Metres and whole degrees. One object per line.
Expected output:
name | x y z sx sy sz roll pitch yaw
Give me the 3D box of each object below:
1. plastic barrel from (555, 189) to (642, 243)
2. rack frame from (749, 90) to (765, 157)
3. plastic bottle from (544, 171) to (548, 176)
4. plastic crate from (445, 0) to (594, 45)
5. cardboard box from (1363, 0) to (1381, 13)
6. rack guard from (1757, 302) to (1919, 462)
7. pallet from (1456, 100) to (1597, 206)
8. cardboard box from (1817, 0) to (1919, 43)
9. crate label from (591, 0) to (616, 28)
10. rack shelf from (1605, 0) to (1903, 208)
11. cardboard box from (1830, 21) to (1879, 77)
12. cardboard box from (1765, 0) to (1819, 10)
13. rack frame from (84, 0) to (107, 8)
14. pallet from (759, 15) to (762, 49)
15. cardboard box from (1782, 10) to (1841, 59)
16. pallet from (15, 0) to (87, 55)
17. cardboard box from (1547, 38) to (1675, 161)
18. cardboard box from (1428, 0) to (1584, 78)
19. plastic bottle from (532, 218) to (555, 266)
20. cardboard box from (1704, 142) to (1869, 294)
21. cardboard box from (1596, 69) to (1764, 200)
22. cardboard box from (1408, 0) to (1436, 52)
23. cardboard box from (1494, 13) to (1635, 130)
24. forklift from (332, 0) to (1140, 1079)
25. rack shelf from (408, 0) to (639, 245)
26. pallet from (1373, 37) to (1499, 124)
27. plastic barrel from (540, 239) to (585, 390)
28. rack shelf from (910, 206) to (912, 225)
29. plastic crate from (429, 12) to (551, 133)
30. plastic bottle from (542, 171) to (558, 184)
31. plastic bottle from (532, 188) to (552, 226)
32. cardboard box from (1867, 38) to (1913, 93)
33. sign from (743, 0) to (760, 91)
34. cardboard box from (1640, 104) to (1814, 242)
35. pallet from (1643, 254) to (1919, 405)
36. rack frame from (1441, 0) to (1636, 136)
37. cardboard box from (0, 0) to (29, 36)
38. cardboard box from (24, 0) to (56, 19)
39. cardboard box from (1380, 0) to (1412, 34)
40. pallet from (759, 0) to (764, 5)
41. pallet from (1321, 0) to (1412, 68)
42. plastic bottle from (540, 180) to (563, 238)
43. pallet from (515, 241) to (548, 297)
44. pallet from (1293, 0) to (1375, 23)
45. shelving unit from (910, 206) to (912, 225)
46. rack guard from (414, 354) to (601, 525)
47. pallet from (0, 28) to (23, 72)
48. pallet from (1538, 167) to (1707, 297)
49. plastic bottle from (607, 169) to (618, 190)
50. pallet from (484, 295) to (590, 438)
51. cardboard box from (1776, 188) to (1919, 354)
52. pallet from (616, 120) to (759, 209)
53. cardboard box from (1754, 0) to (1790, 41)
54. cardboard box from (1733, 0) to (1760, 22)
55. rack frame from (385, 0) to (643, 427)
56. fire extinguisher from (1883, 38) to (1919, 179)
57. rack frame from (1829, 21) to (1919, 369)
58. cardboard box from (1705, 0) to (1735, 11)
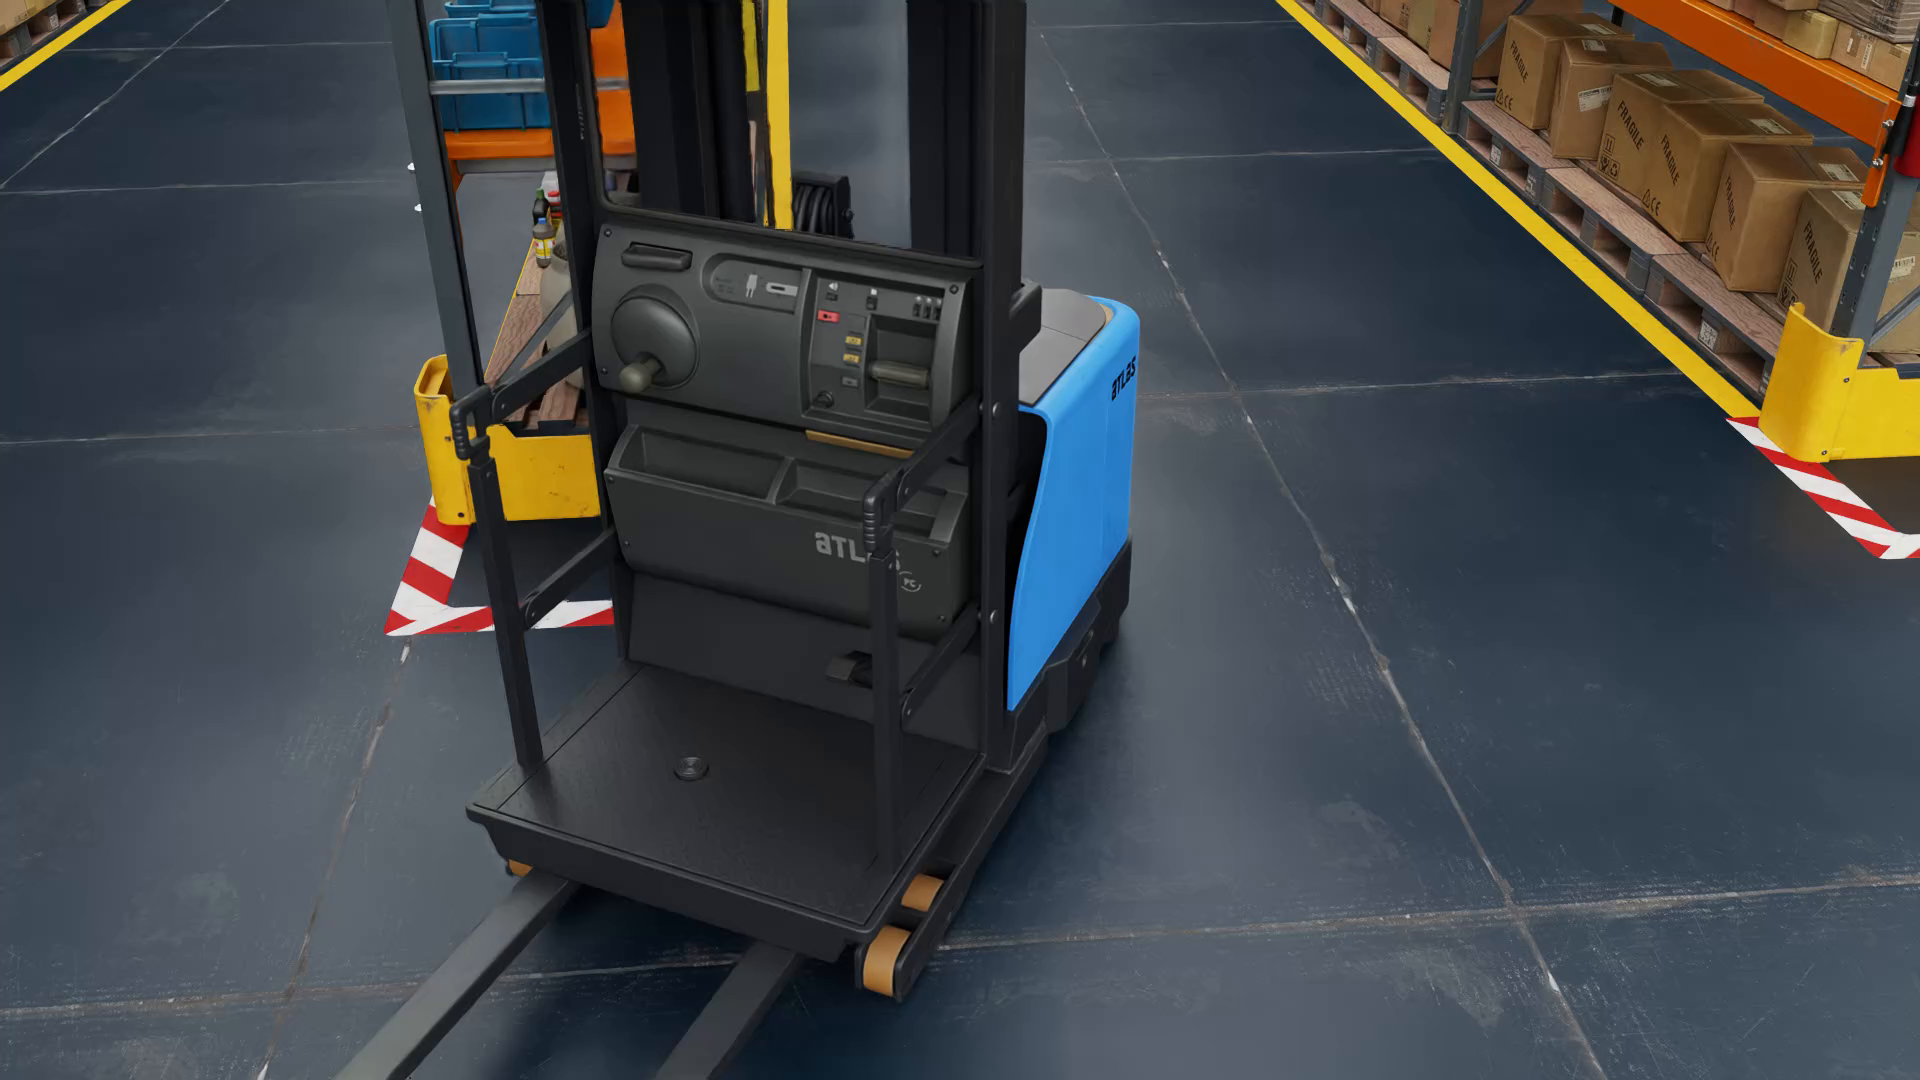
plastic barrel | -1.407 -1.116 6.710 0.421 0.512 0.421 0 31 0
rack frame | -1.596 -3.458 8.614 1.000 3.000 0.127 -3 31 -5
plastic bottle | -1.859 -1.669 7.774 0.144 0.351 0.185 -2 31 -3
plastic crate | -1.622 -1.925 6.193 0.499 0.251 0.408 -3 31 -5
cardboard box | 3.168 -3.940 11.430 0.700 0.500 0.500 0 31 0
rack guard | 3.702 -0.619 6.298 1.175 0.500 0.348 -3 31 -5
pallet | 3.433 -2.157 9.155 1.003 0.211 1.213 -3 31 -5
cardboard box | 3.685 -2.106 5.963 0.875 0.500 0.500 -3 31 -5
crate label | -1.664 -2.358 6.738 0.502 0.435 0.616 -3 31 -5
rack shelf | 3.522 -2.365 7.486 1.077 0.370 4.000 -3 31 -5
cardboard box | 3.454 -1.809 6.098 0.380 0.149 0.250 -3 31 -5
cardboard box | 3.518 -2.355 6.381 0.875 0.500 0.500 -3 31 -5
rack frame | -6.902 -5.265 11.639 1.000 3.000 0.127 -3 31 -5
pallet | -1.825 -3.284 11.043 1.003 0.211 1.213 -3 31 -5
cardboard box | 3.379 -1.934 6.307 0.380 0.149 0.250 -3 31 -5
pallet | -6.864 -3.645 11.647 1.003 0.211 1.213 -3 31 -5
cardboard box | 3.394 -2.304 8.711 0.500 0.500 0.500 7 32 11
cardboard box | 3.299 -3.126 10.066 0.700 0.500 0.500 -5 31 -8
plastic bottle | -1.831 -1.320 7.335 0.097 0.201 0.097 0 31 0
cardboard box | 3.577 -1.383 7.169 0.500 0.500 0.500 5 31 8
cardboard box | 3.530 -1.991 8.186 0.500 0.500 0.500 -5 31 -9
cardboard box | 3.273 -3.370 10.475 0.700 0.500 0.500 -3 31 -5
cardboard box | 3.332 -2.596 9.200 0.500 0.500 0.500 -4 31 -6
forklift | -0.509 -0.428 3.608 1.130 2.935 3.031 12 33 20
rack shelf | -1.409 -2.128 7.089 1.077 0.370 4.000 -3 31 -5
pallet | 3.261 -2.896 10.392 1.003 0.211 1.213 -3 31 -5
plastic barrel | -1.360 -0.860 6.282 0.421 0.512 0.421 0 31 0
rack shelf | -0.015 -0.957 5.370 0.258 0.148 0.480 -3 31 -5
plastic crate | -1.567 -1.593 5.637 0.499 0.251 0.616 -3 31 -5
plastic bottle | -1.840 -1.553 7.652 0.152 0.276 0.135 -4 31 -6
plastic bottle | -1.860 -1.414 7.412 0.061 0.283 0.133 -2 31 -3
cardboard box | 3.477 -1.681 5.884 0.380 0.149 0.250 -3 31 -5
sign | -0.674 -1.559 5.165 0.100 0.325 0.005 -3 31 -5
cardboard box | 3.537 -1.704 7.706 0.500 0.500 0.500 0 31 0
pallet | 3.661 -0.911 7.070 1.003 0.211 1.213 -3 31 -5
rack frame | 3.335 -3.695 9.011 1.000 3.000 0.127 -3 31 -5
cardboard box | -6.514 -3.488 10.936 0.500 0.250 0.500 -2 31 -3
cardboard box | -6.558 -3.745 11.366 0.500 0.250 0.500 -3 31 -5
cardboard box | 3.221 -3.656 10.954 0.700 0.500 0.500 -5 31 -9
pallet | -1.936 -3.906 12.083 1.003 0.211 1.213 -3 31 -5
pallet | 3.144 -3.520 11.437 1.003 0.211 1.213 -3 31 -5
plastic bottle | -1.827 -1.482 7.533 0.152 0.276 0.135 -3 31 -4
pallet | -1.458 -1.292 7.707 1.003 0.211 1.213 -3 31 -5
pallet | 3.033 -4.141 12.477 1.003 0.211 1.213 -3 31 -5
shelving unit | -0.015 -0.600 5.584 0.258 1.200 0.503 -3 31 -5
rack guard | -1.277 -0.379 5.897 1.175 0.500 0.348 -3 31 -5
pallet | -6.753 -3.024 10.607 1.003 0.211 1.213 -3 31 -5
pallet | 3.550 -1.533 8.110 1.003 0.211 1.213 -3 31 -5
plastic bottle | -1.732 -1.752 7.985 0.152 0.276 0.135 -3 31 -5
pallet | -1.347 -0.670 6.666 1.003 0.211 1.213 -3 31 -5
cardboard box | 3.667 -1.080 6.661 0.500 0.500 0.500 3 31 5
pallet | -1.575 -1.916 8.752 1.003 0.211 1.213 -3 31 -5
cardboard box | 3.371 -2.062 6.522 0.380 0.149 0.250 -3 31 -5
cardboard box | 3.389 -2.192 6.739 0.380 0.149 0.250 -3 31 -5
rack frame | -1.223 -1.416 5.195 1.000 3.000 0.127 -3 31 -5
fire extinguisher | 3.261 -1.539 5.477 0.296 0.674 0.183 -3 31 -5
rack frame | 3.709 -1.653 5.592 1.000 3.000 0.127 -3 31 -5
cardboard box | 3.343 -2.318 6.951 0.380 0.149 0.250 -3 31 -5
